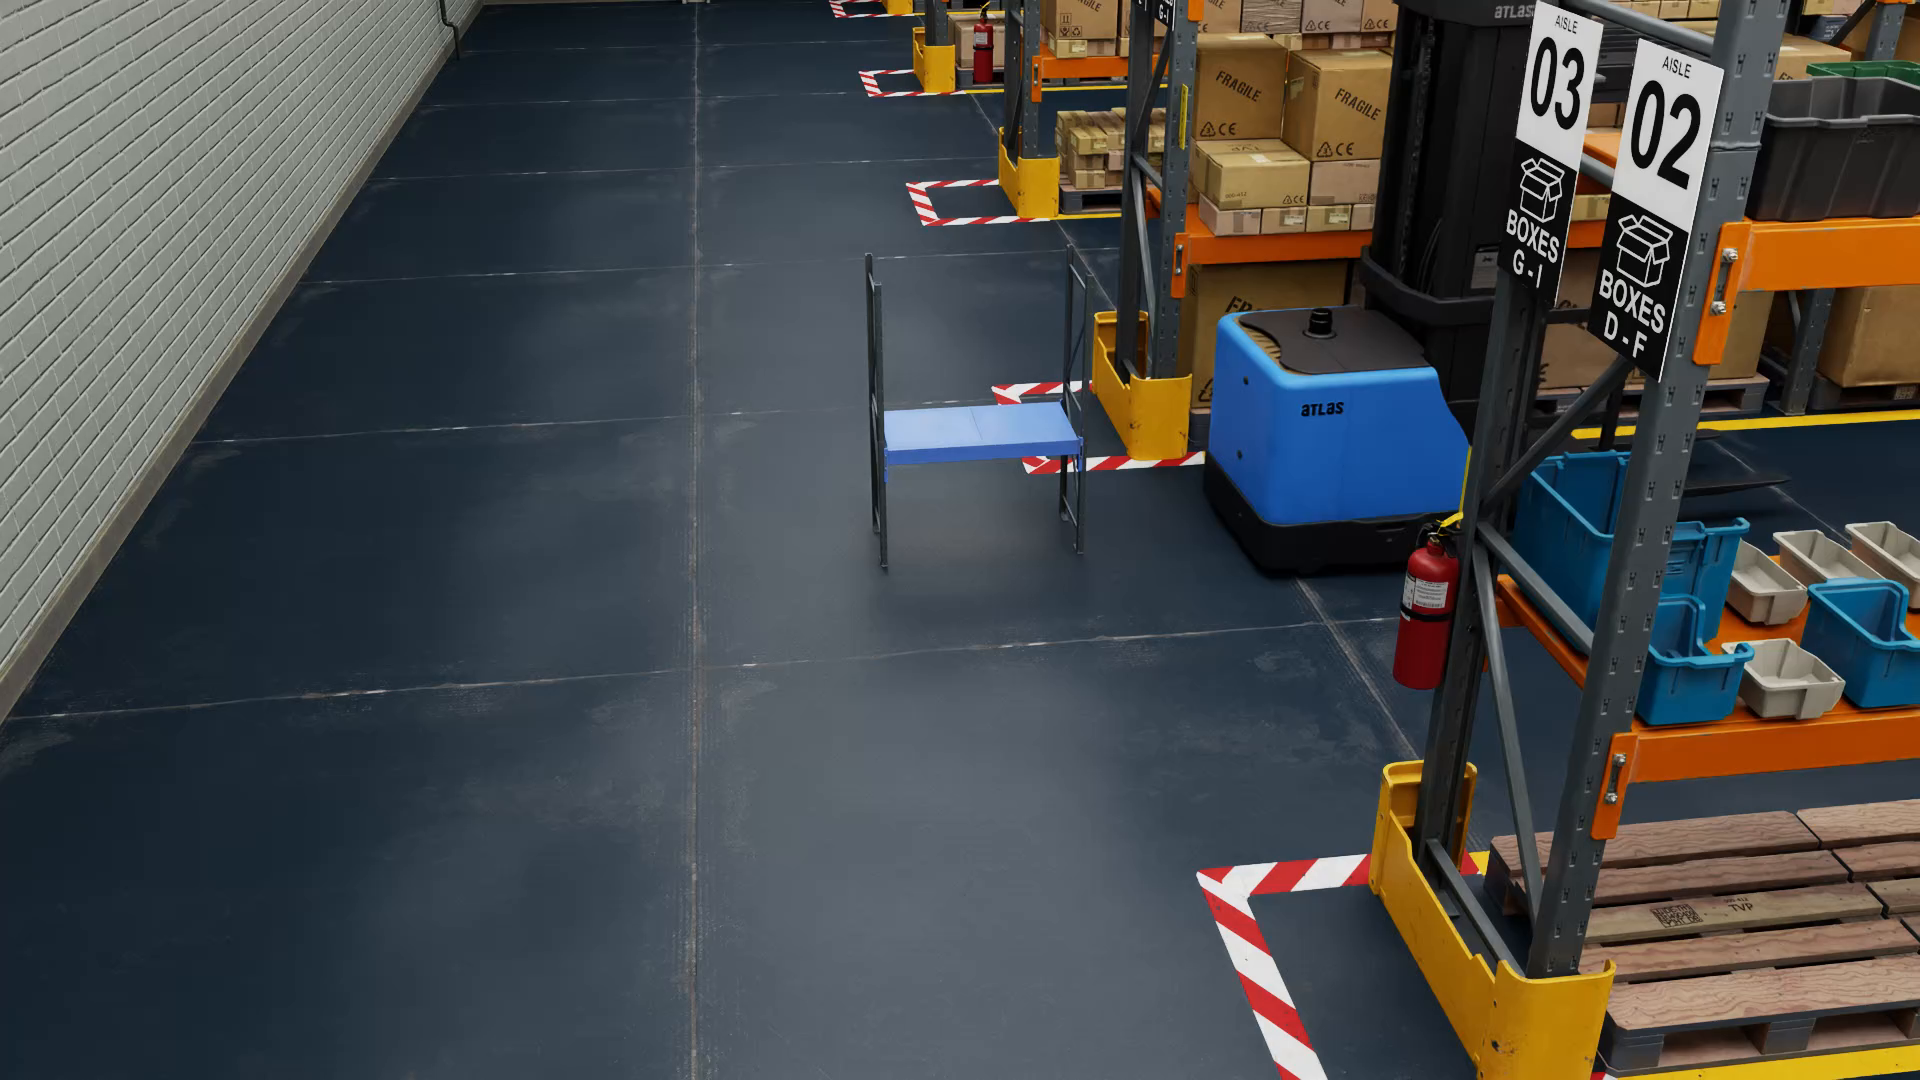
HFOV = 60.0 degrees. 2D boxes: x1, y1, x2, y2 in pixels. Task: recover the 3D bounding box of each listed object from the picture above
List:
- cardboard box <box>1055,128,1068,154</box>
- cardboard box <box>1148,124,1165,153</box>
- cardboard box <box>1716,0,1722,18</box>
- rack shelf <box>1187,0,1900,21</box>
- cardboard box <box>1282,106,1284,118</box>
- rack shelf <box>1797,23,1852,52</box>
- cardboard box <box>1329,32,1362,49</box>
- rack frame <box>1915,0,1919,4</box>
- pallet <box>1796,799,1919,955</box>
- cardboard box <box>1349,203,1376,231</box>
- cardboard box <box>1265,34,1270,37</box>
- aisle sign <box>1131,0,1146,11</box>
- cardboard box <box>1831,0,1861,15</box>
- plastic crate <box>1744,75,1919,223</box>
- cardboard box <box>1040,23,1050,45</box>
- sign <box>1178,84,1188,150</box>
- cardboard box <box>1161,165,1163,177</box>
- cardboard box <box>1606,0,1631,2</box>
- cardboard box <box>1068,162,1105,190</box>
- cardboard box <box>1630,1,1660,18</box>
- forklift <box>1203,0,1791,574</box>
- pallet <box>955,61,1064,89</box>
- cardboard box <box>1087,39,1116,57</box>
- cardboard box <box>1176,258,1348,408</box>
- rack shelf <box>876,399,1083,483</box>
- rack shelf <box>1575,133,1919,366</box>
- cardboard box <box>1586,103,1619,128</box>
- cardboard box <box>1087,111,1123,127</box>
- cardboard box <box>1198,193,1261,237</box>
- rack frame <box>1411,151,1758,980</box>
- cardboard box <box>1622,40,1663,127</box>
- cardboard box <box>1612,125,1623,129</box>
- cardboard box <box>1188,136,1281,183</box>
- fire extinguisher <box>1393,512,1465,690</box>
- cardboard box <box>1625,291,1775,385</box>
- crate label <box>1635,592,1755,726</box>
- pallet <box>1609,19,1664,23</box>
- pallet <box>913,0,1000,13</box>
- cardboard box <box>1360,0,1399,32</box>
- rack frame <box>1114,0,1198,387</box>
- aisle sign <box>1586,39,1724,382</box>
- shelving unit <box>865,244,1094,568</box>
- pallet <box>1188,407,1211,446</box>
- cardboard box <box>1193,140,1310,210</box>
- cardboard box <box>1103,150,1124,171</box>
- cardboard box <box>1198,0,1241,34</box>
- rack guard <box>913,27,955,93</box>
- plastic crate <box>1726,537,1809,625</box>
[{"bbox_3d":[0.999,-3.527,14.676,0.250,0.149,0.380,-4,27,-8],"label":"cardboard box"},{"bbox_3d":[1.606,-3.407,14.115,0.250,0.149,0.380,-4,27,-7],"label":"cardboard box"},{"bbox_3d":[6.474,-4.561,14.168,0.250,0.149,0.380,-5,28,-9],"label":"cardboard box"},{"bbox_3d":[3.088,-3.207,9.217,4.000,0.370,1.077,-4,27,-7],"label":"rack shelf"},{"bbox_3d":[2.806,-3.733,14.751,0.250,0.149,0.380,-5,28,-9],"label":"cardboard box"},{"bbox_3d":[6.458,-4.375,14.780,4.000,0.370,1.077,-4,27,-7],"label":"rack shelf"},{"bbox_3d":[3.191,-4.241,14.005,0.250,0.149,0.380,-5,28,-9],"label":"cardboard box"},{"bbox_3d":[8.438,-4.823,14.863,0.127,3.000,1.000,-4,27,-7],"label":"rack frame"},{"bbox_3d":[3.825,1.303,5.978,1.213,0.211,1.003,-4,27,-7],"label":"pallet"},{"bbox_3d":[2.270,-1.877,9.398,0.250,0.149,0.380,-4,27,-8],"label":"cardboard box"},{"bbox_3d":[2.420,-4.197,13.919,0.250,0.149,0.380,-3,27,-5],"label":"cardboard box"},{"bbox_3d":[0.994,-3.353,9.151,0.004,0.787,0.394,-4,27,-7],"label":"aisle sign"},{"bbox_3d":[7.513,-4.627,14.297,0.250,0.149,0.380,-3,27,-6],"label":"cardboard box"},{"bbox_3d":[2.217,-1.001,4.273,0.590,0.269,0.497,-4,27,-7],"label":"plastic crate"},{"bbox_3d":[0.800,-4.351,14.218,0.250,0.149,0.380,-4,27,-7],"label":"cardboard box"},{"bbox_3d":[1.178,-2.234,8.784,0.005,0.325,0.100,-4,27,-7],"label":"sign"},{"bbox_3d":[1.841,-3.160,14.286,0.250,0.149,0.380,-3,27,-6],"label":"cardboard box"},{"bbox_3d":[5.443,-4.627,13.971,0.250,0.149,0.380,-3,27,-6],"label":"cardboard box"},{"bbox_3d":[1.080,-3.121,14.210,0.250,0.149,0.380,-3,27,-6],"label":"cardboard box"},{"bbox_3d":[5.702,-4.510,14.070,0.250,0.149,0.380,-3,27,-7],"label":"cardboard box"},{"bbox_3d":[2.901,-1.451,8.367,3.031,2.935,1.130,-5,28,-10],"label":"forklift"},{"bbox_3d":[0.507,-5.391,19.025,1.213,0.211,1.003,-4,27,-7],"label":"pallet"},{"bbox_3d":[1.129,-4.109,13.748,0.250,0.149,0.380,-3,27,-5],"label":"cardboard box"},{"bbox_3d":[1.730,-1.384,10.028,0.875,0.875,0.875,-4,27,-7],"label":"cardboard box"},{"bbox_3d":[0.084,-0.513,8.500,1.000,0.185,0.538,-4,27,-7],"label":"rack shelf"},{"bbox_3d":[3.778,-0.968,4.853,4.000,0.370,1.077,-4,27,-7],"label":"rack shelf"},{"bbox_3d":[3.555,-2.741,9.823,0.500,0.500,0.500,-5,28,-9],"label":"cardboard box"},{"bbox_3d":[1.262,-3.635,14.560,0.250,0.149,0.380,-3,27,-6],"label":"cardboard box"},{"bbox_3d":[1.505,-1.827,9.300,0.250,0.149,0.380,-3,27,-7],"label":"cardboard box"},{"bbox_3d":[1.797,0.174,5.125,0.127,3.000,1.000,-4,27,-7],"label":"rack frame"},{"bbox_3d":[4.153,-2.539,9.429,0.500,0.500,0.500,-3,27,-7],"label":"cardboard box"},{"bbox_3d":[4.073,-2.444,10.067,0.500,0.250,0.500,-4,27,-7],"label":"cardboard box"},{"bbox_3d":[1.550,-2.282,9.749,0.500,0.250,0.500,-4,27,-8],"label":"cardboard box"},{"bbox_3d":[1.584,0.178,5.610,0.183,0.674,0.296,-4,27,-7],"label":"fire extinguisher"},{"bbox_3d":[4.403,-1.555,10.363,0.875,0.875,0.875,-4,27,-7],"label":"cardboard box"},{"bbox_3d":[2.087,0.355,4.891,0.303,0.233,0.416,-4,27,-7],"label":"crate label"},{"bbox_3d":[5.254,-4.466,14.378,1.213,0.211,1.003,-4,27,-7],"label":"pallet"},{"bbox_3d":[-0.104,-7.604,23.339,1.213,0.211,1.003,-4,27,-7],"label":"pallet"},{"bbox_3d":[3.523,-4.554,13.905,0.500,0.500,0.500,-4,27,-9],"label":"cardboard box"},{"bbox_3d":[1.107,-2.065,9.489,0.127,3.000,1.000,-4,27,-7],"label":"rack frame"},{"bbox_3d":[1.767,-0.844,4.261,0.004,0.787,0.394,-4,27,-7],"label":"aisle sign"},{"bbox_3d":[0.084,-0.673,8.418,1.048,1.500,0.538,-4,27,-7],"label":"shelving unit"},{"bbox_3d":[1.888,-0.911,10.294,1.213,0.211,1.003,-4,27,-7],"label":"pallet"},{"bbox_3d":[1.620,-2.039,9.277,0.500,0.250,0.500,-4,27,-8],"label":"cardboard box"},{"bbox_3d":[1.350,-3.274,14.182,0.250,0.149,0.380,-4,27,-7],"label":"cardboard box"},{"bbox_3d":[2.013,-4.465,13.732,0.500,0.500,0.500,-3,27,-6],"label":"cardboard box"},{"bbox_3d":[-0.297,-5.432,18.788,0.348,0.500,1.175,-4,27,-7],"label":"rack guard"},{"bbox_3d":[2.579,0.131,5.433,0.243,0.136,0.396,-4,27,-7],"label":"plastic crate"}]
